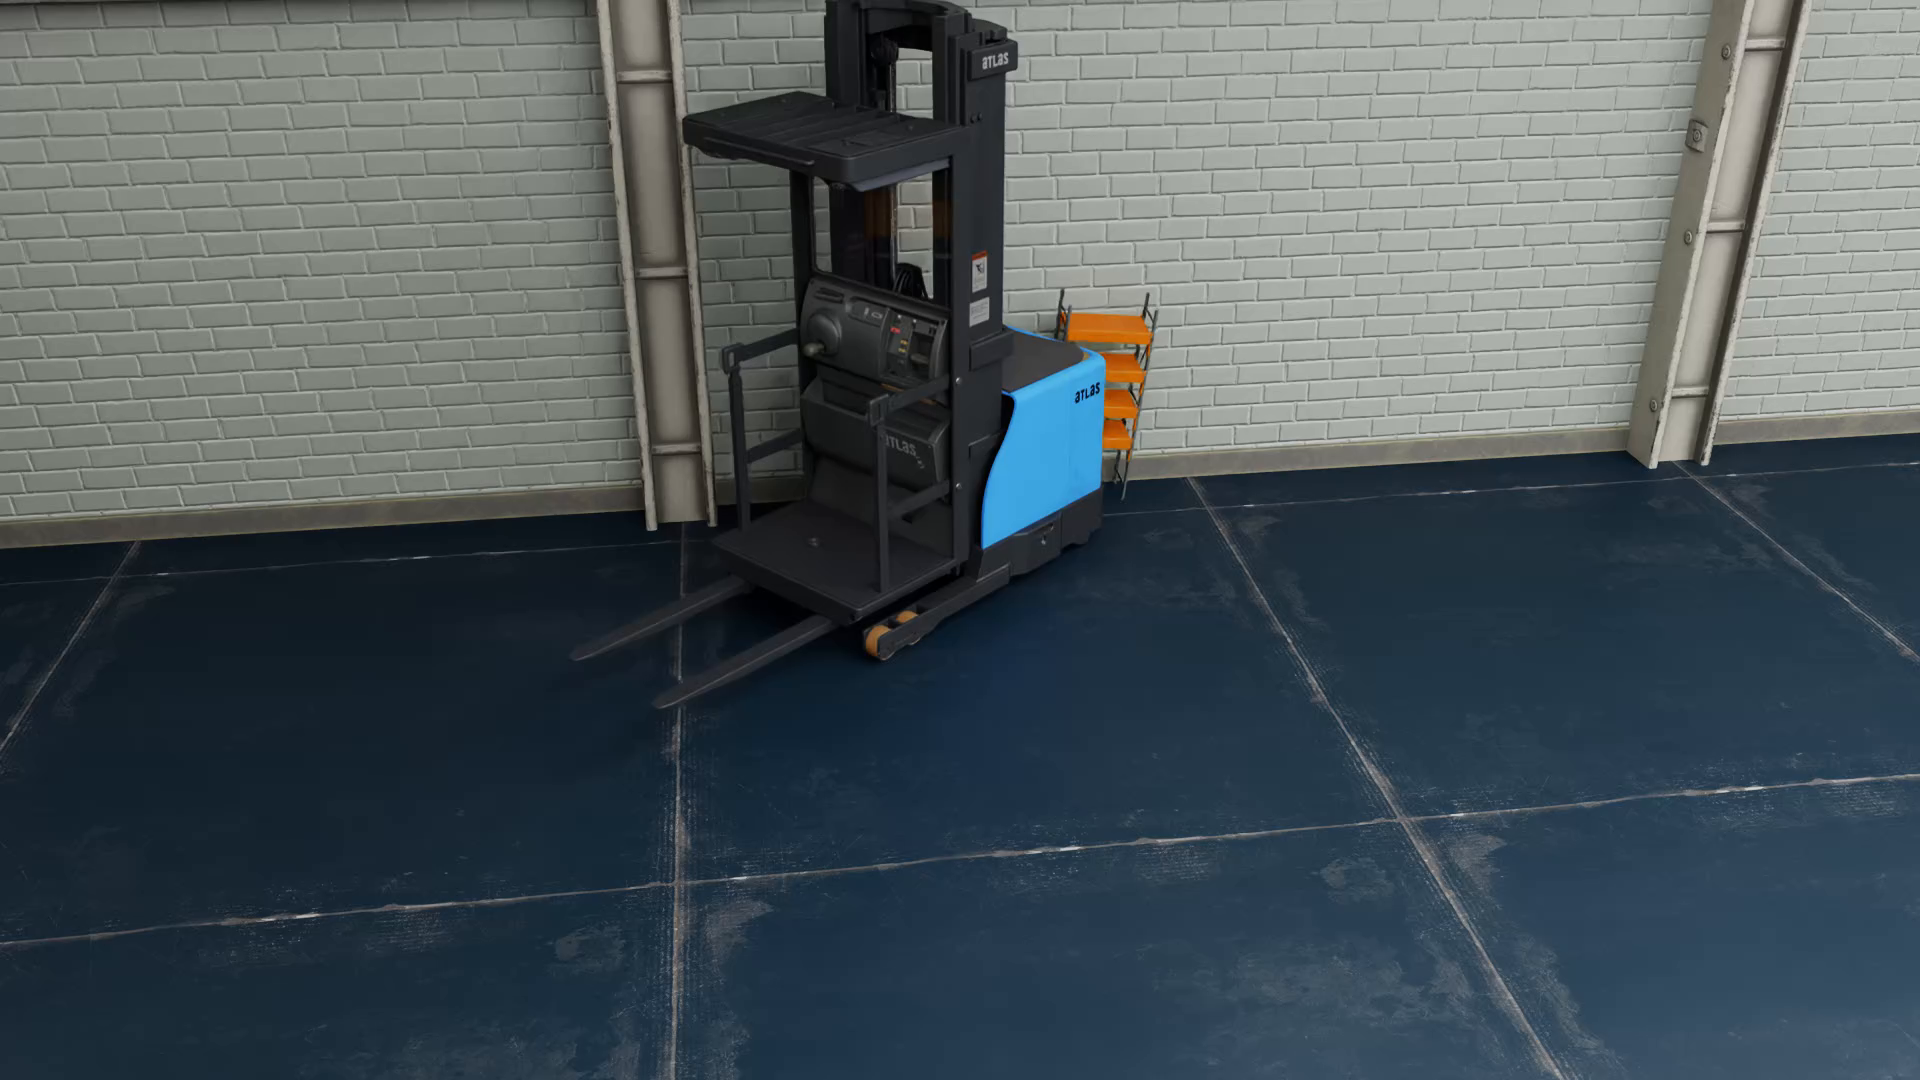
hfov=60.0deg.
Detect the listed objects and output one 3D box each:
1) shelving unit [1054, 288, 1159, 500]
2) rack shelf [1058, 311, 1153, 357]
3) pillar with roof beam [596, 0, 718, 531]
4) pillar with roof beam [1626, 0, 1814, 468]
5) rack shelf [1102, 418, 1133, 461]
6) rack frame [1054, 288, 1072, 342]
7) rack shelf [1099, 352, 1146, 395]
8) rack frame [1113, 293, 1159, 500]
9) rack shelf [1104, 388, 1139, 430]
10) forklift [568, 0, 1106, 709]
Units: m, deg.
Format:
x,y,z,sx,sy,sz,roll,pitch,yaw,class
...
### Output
x,y,z,sx,sy,sz,roll,pitch,yaw,class
0.758,-0.813,9.451,0.503,1.200,0.258,1,31,-10,shelving unit
0.802,-1.149,9.251,0.480,0.148,0.258,1,31,-10,rack shelf
-0.987,-2.193,3.666,0.400,9.000,9.100,-4,27,-7,pillar with roof beam
4.955,-2.574,4.410,0.400,9.000,9.100,-4,27,-7,pillar with roof beam
0.729,-0.587,9.587,0.480,0.148,0.258,1,31,-10,rack shelf
0.518,-0.819,9.408,0.015,1.200,0.240,1,31,-10,rack frame
0.776,-0.947,9.371,0.480,0.148,0.258,1,31,-10,rack shelf
0.998,-0.808,9.494,0.015,1.200,0.240,1,31,-10,rack frame
0.751,-0.756,9.485,0.480,0.148,0.258,1,31,-10,rack shelf
-0.564,-0.980,7.950,1.130,2.935,3.031,22,35,36,forklift
